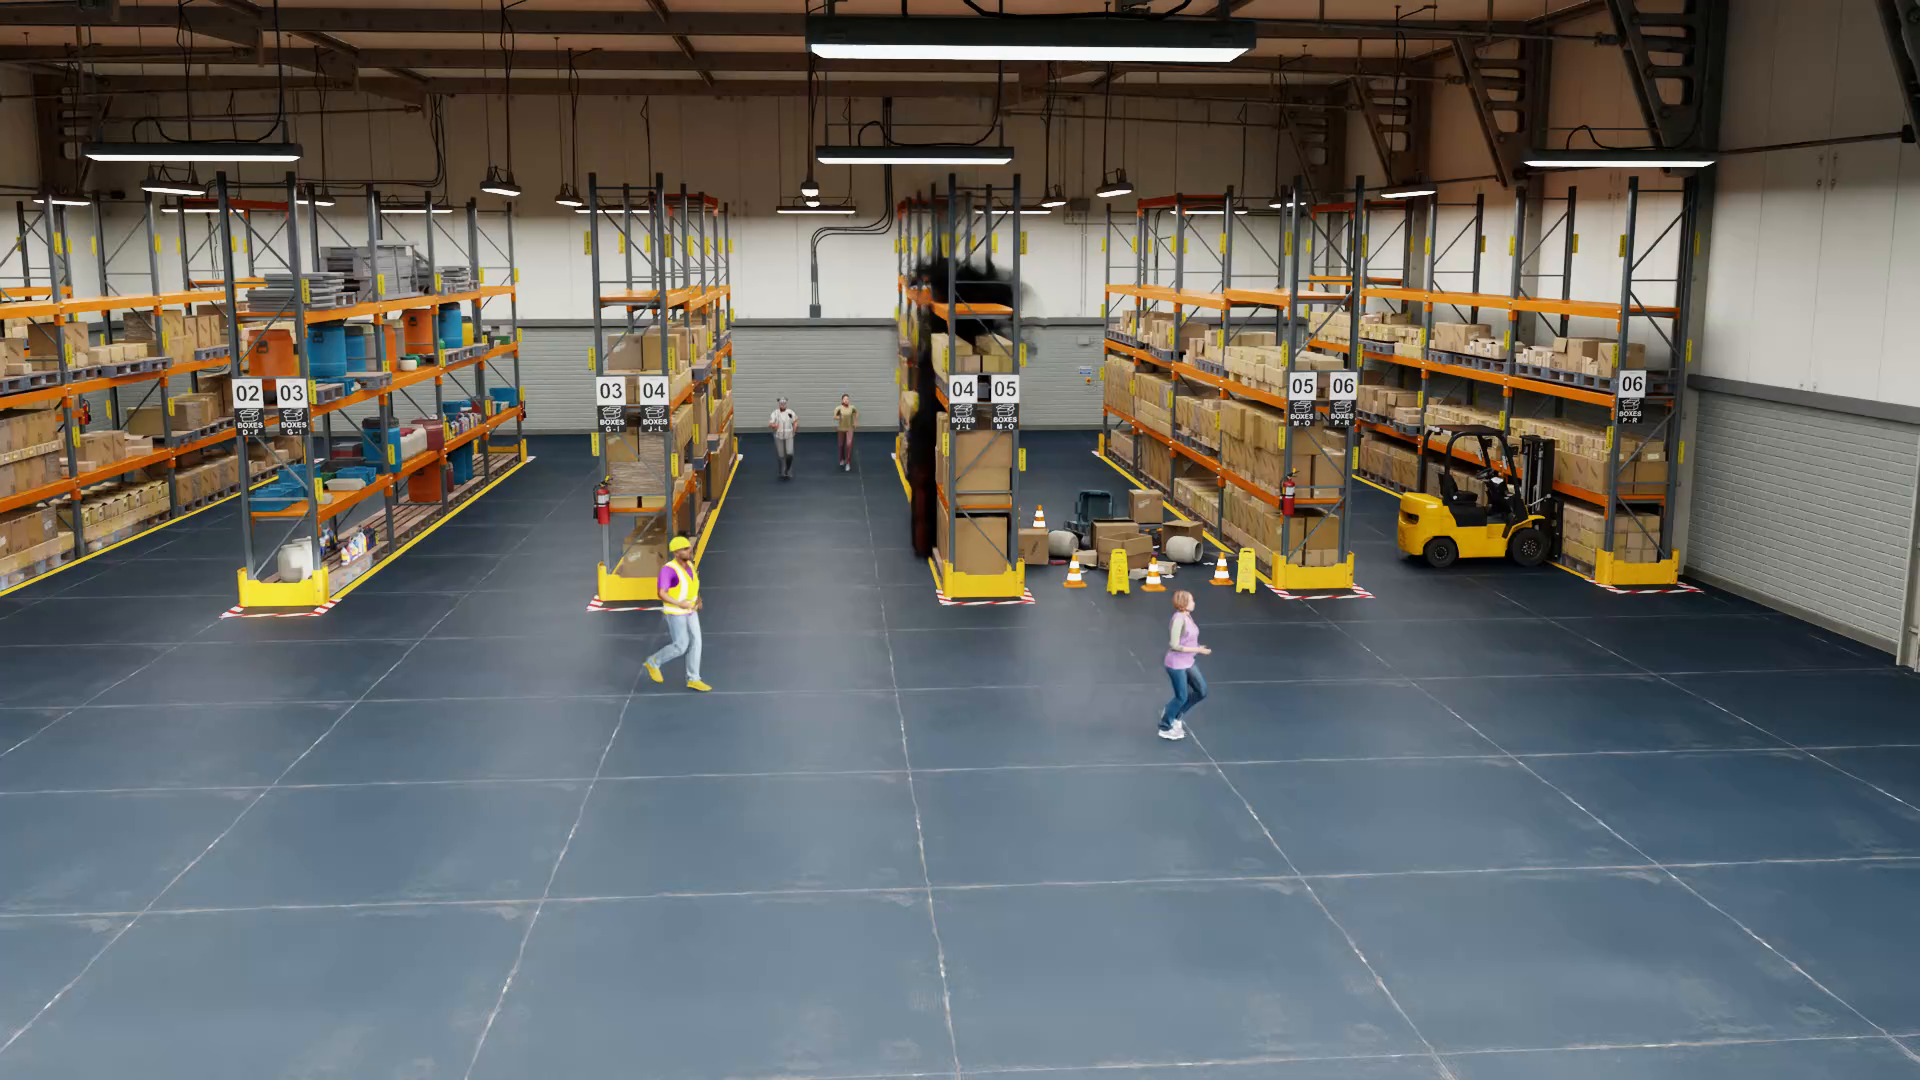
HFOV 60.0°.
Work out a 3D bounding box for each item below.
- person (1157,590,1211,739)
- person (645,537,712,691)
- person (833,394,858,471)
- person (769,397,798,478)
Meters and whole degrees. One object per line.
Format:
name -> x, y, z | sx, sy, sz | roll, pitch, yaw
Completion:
person -> 2.308, 1.277, 16.944 | 0.582, 1.561, 0.529 | 5, 11, 26
person -> -3.213, 0.832, 18.977 | 0.800, 1.767, 0.725 | 4, 11, 23
person -> -2.603, -2.465, 37.777 | 0.565, 1.716, 0.827 | -1, 10, -3
person -> -3.831, -2.223, 36.264 | 0.647, 1.795, 0.671 | -1, 10, -8
